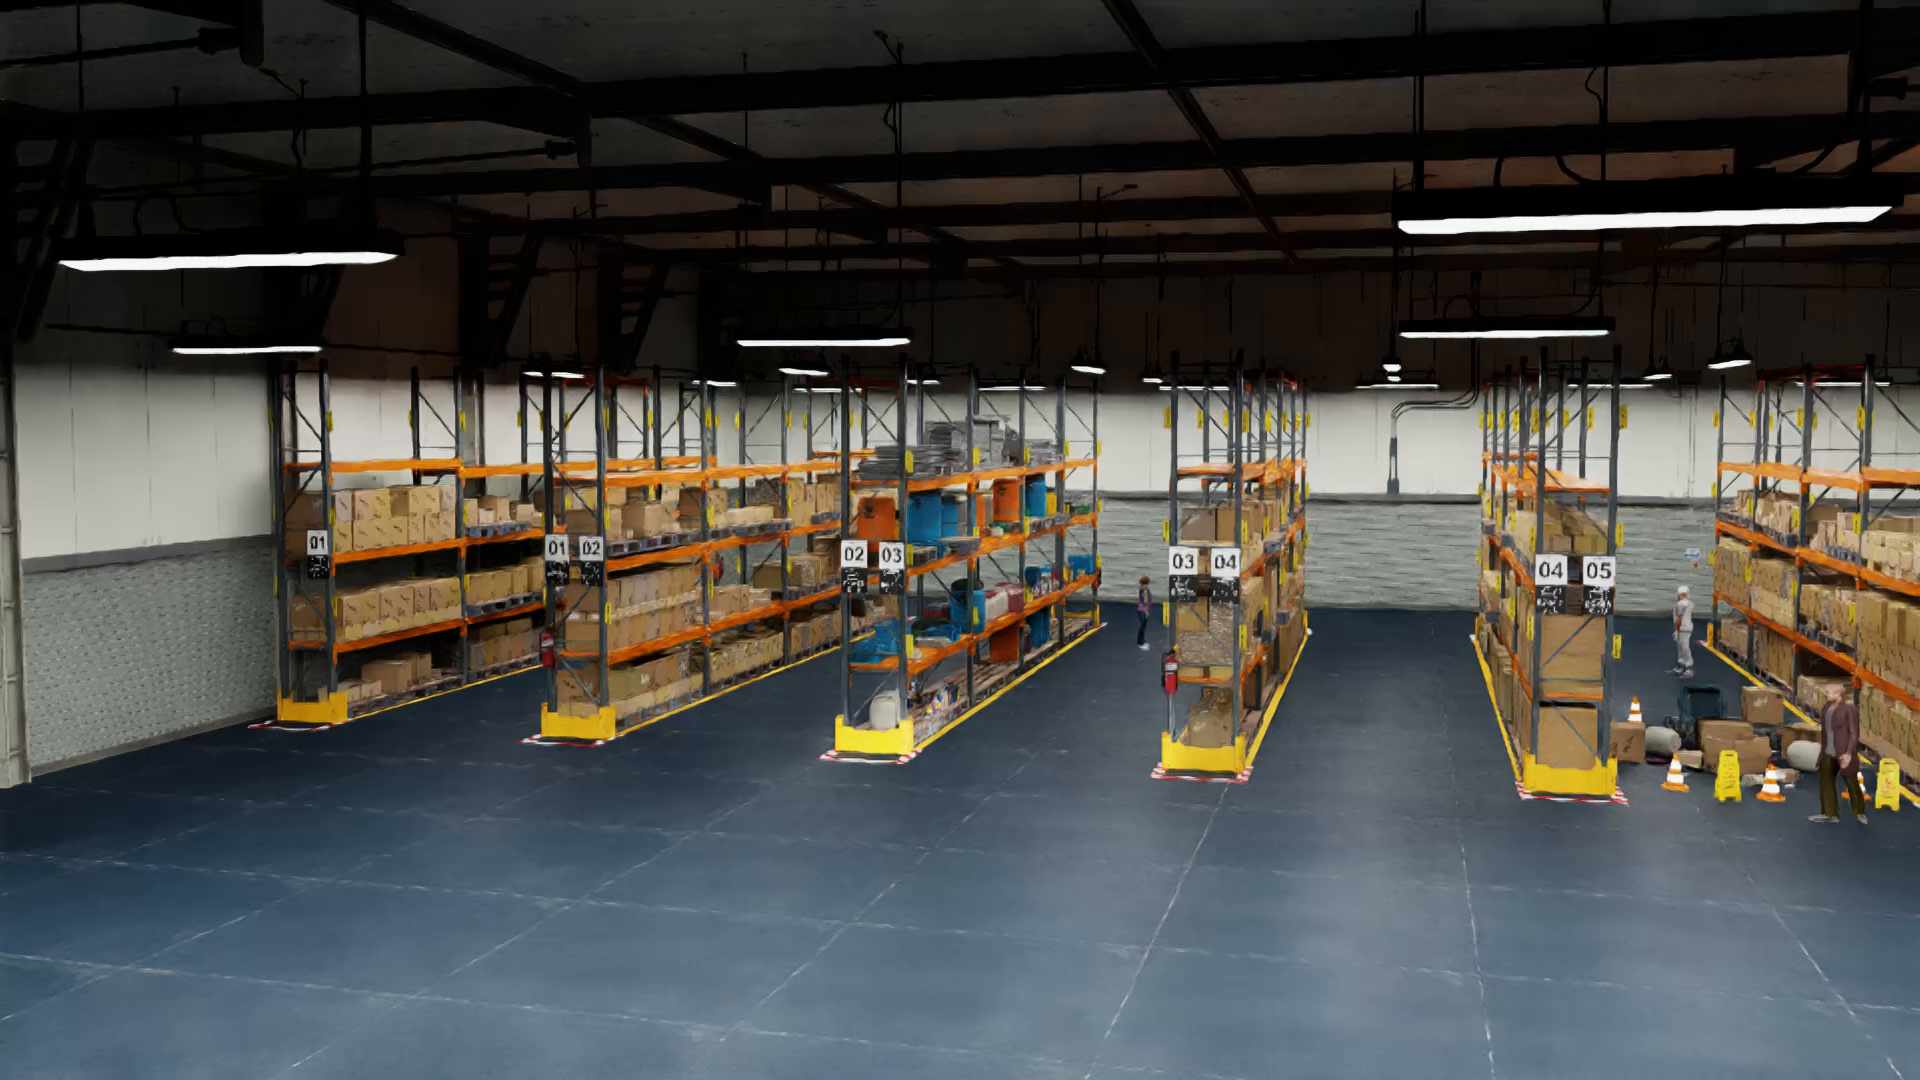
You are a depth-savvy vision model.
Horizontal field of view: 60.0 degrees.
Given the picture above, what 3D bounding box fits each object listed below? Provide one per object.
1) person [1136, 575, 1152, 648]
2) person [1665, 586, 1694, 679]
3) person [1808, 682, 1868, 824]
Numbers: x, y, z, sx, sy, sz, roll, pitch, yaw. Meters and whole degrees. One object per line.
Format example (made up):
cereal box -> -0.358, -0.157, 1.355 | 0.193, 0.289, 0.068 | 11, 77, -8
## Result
person -> 4.051, 1.561, 36.520 | 0.347, 1.600, 0.532 | 0, 4, -5
person -> 14.008, 1.773, 32.322 | 0.583, 1.786, 0.658 | 3, 5, 36
person -> 10.936, 2.639, 20.637 | 0.677, 1.771, 0.617 | -1, 4, -19
